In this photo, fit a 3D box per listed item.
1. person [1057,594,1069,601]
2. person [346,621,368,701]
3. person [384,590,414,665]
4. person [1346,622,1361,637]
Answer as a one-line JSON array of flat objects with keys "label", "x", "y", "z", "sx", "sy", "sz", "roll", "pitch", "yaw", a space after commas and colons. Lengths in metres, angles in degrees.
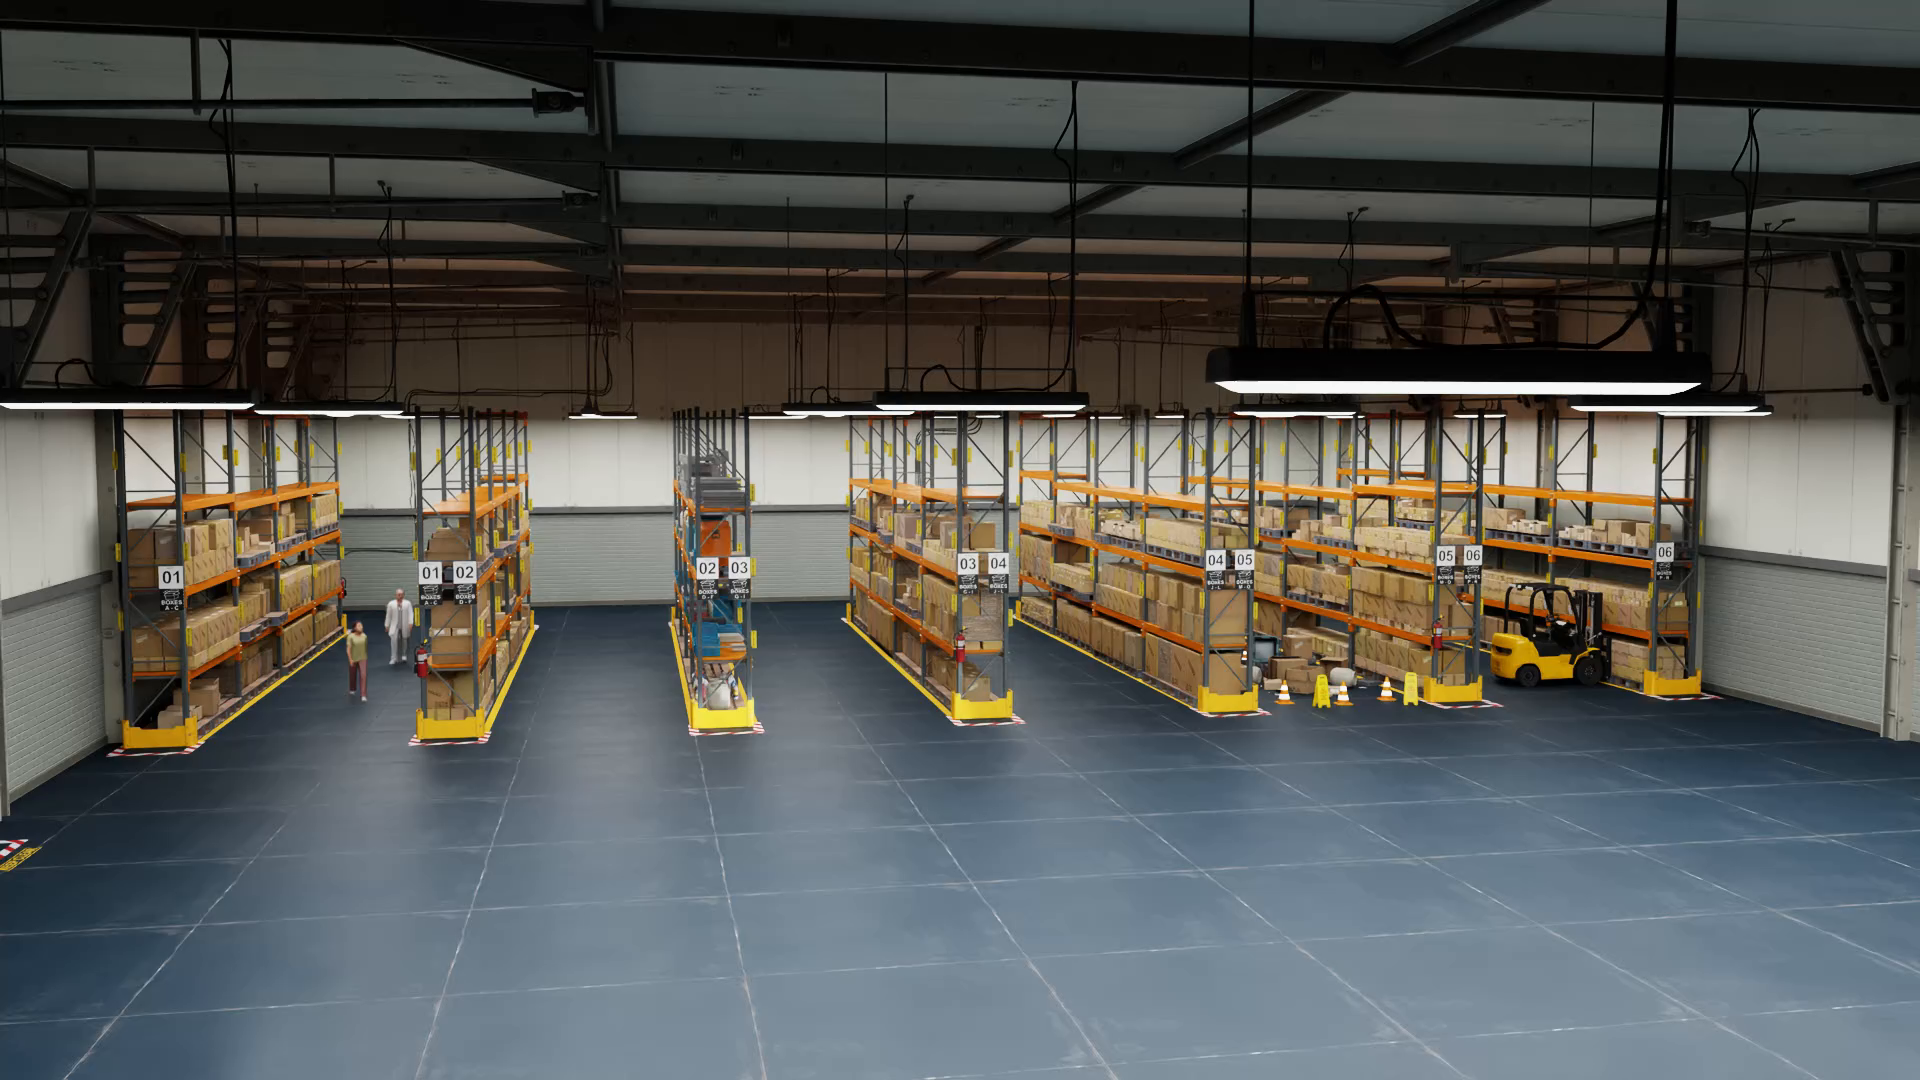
[{"label": "person", "x": 3.113, "y": 1.383, "z": 49.809, "sx": 0.682, "sy": 1.629, "sz": 0.628, "roll": 1, "pitch": 4, "yaw": 7}, {"label": "person", "x": -12.380, "y": 2.465, "z": 34.136, "sx": 0.407, "sy": 1.624, "sz": 1.019, "roll": -2, "pitch": 4, "yaw": -21}, {"label": "person", "x": -13.246, "y": 2.042, "z": 39.254, "sx": 0.675, "sy": 1.717, "sz": 1.114, "roll": -1, "pitch": 4, "yaw": -16}, {"label": "person", "x": 10.438, "y": 1.725, "z": 43.986, "sx": 0.609, "sy": 1.787, "sz": 0.388, "roll": -3, "pitch": 5, "yaw": -39}]
